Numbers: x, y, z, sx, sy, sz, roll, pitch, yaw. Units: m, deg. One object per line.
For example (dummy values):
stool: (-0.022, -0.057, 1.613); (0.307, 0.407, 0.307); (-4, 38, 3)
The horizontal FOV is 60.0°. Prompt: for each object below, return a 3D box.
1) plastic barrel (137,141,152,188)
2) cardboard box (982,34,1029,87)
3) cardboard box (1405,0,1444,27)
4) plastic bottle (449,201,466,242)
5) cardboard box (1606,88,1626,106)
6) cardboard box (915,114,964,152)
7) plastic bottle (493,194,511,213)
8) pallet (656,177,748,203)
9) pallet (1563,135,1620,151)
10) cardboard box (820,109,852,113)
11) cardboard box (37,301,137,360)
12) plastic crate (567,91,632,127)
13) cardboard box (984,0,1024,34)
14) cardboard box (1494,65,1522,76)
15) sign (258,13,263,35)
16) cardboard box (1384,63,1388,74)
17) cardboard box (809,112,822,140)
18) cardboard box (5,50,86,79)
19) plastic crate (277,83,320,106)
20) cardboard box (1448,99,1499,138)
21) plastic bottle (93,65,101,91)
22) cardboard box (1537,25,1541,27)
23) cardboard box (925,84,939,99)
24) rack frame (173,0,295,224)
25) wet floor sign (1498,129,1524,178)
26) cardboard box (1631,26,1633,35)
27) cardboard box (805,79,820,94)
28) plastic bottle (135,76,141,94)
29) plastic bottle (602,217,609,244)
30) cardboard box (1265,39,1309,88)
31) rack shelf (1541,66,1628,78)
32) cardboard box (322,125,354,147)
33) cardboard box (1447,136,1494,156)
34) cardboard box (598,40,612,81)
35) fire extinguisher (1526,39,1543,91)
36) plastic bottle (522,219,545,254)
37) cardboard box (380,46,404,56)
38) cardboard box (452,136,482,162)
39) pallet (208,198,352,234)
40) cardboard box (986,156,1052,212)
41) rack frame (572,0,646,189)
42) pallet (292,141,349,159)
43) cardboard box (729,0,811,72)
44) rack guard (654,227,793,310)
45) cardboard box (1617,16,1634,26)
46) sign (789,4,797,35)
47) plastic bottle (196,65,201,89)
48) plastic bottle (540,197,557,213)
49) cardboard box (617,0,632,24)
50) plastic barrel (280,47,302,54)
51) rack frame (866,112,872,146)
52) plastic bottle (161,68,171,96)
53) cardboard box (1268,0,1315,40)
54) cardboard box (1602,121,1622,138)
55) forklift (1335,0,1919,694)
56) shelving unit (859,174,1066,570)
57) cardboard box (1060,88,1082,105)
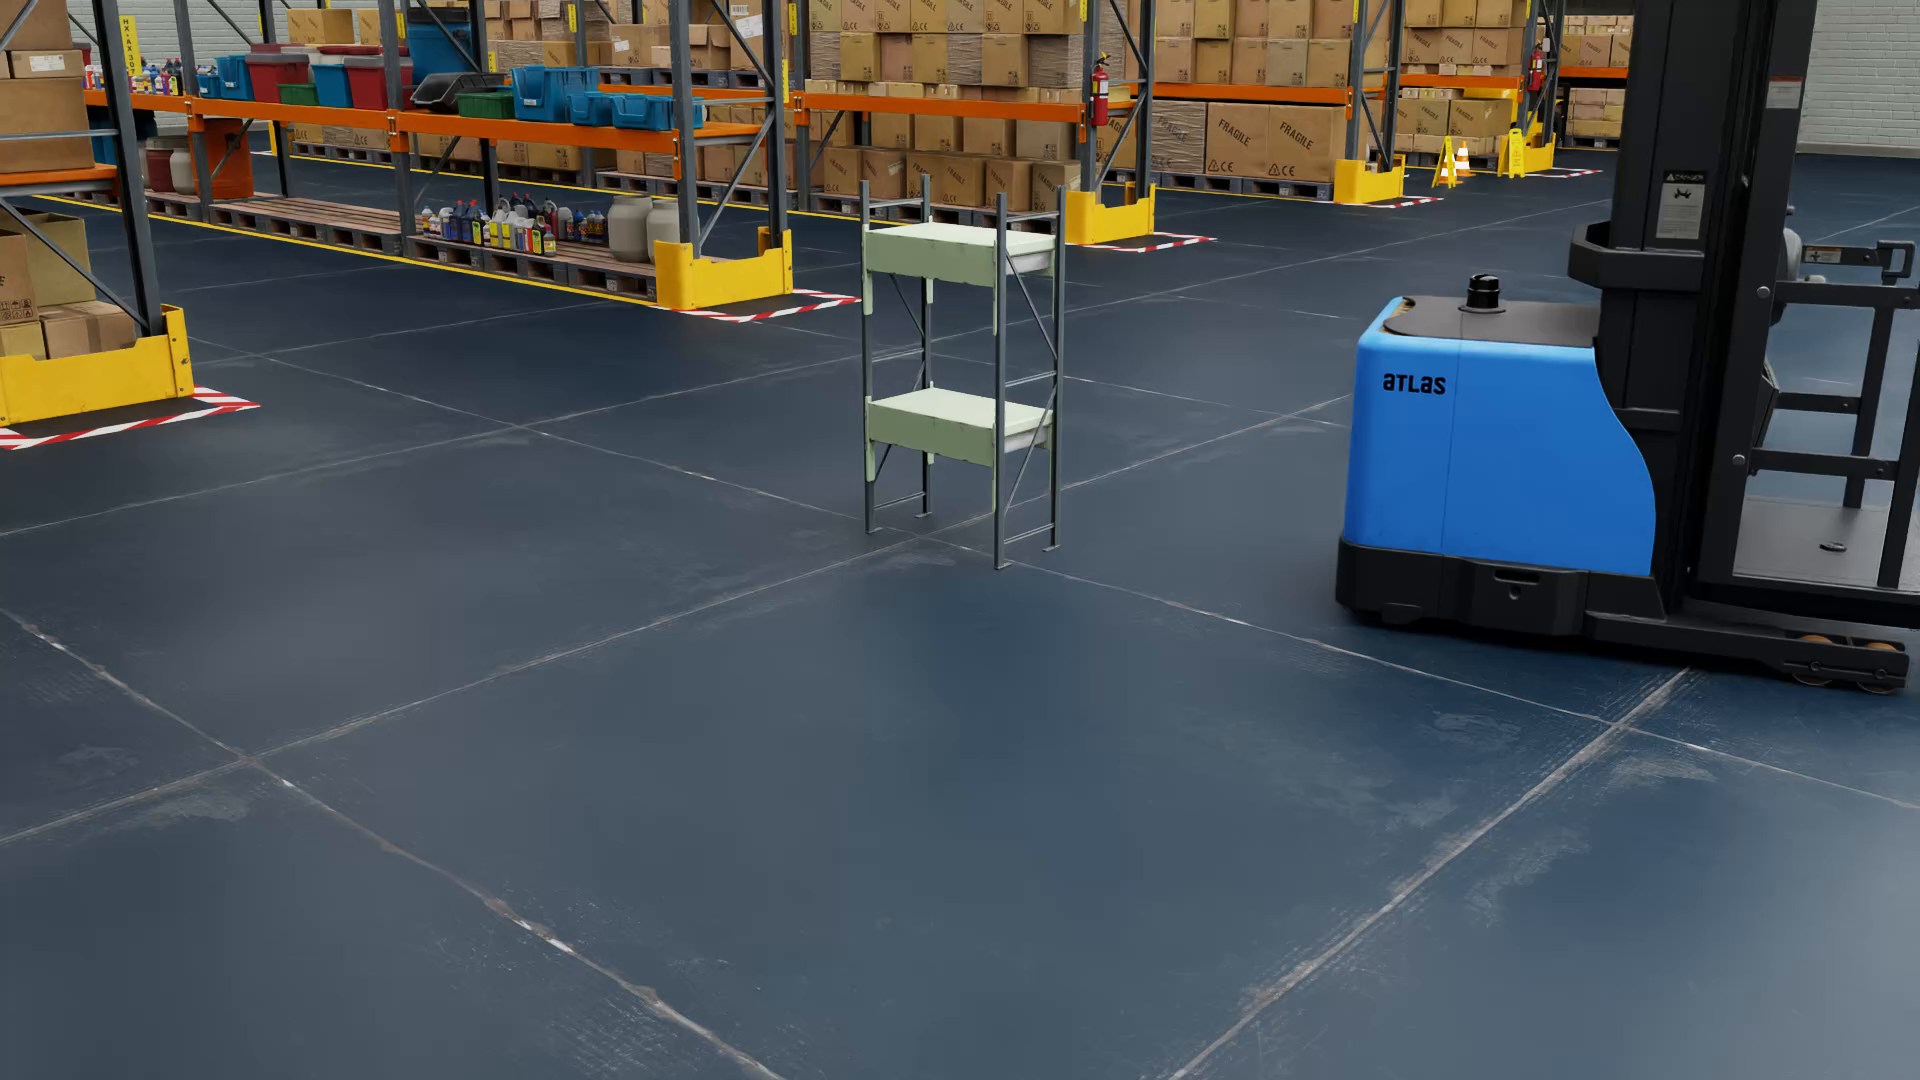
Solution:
plastic barrel: (-9.435, -4.357, 19.301); (0.421, 0.512, 0.421); (0, 18, 0)
cardboard box: (0.693, -4.822, 16.690); (0.500, 0.500, 0.875); (15, 23, 39)
cardboard box: (6.767, -7.587, 23.748); (0.500, 0.500, 0.700); (15, 23, 39)
plastic bottle: (-4.412, -2.817, 14.680); (0.185, 0.351, 0.144); (16, 24, 41)
cardboard box: (10.858, -7.197, 27.028); (0.500, 0.250, 0.500); (16, 24, 41)
cardboard box: (-0.024, -5.961, 23.962); (0.750, 0.750, 1.050); (15, 23, 40)
plastic bottle: (-4.163, -2.976, 15.181); (0.185, 0.351, 0.144); (15, 23, 39)
pallet: (-2.952, -4.318, 20.368); (1.213, 0.211, 1.003); (15, 23, 39)
pallet: (10.809, -6.624, 27.634); (1.213, 0.211, 1.003); (15, 23, 39)
cardboard box: (-1.762, -6.595, 25.133); (0.500, 0.250, 0.500); (14, 23, 38)
cardboard box: (-5.292, -1.250, 9.943); (0.500, 0.250, 0.500); (15, 23, 39)
plastic crate: (-2.803, -3.416, 13.162); (0.408, 0.251, 0.499); (15, 23, 39)
cardboard box: (0.586, -5.262, 16.425); (0.500, 0.500, 0.500); (15, 23, 39)
cardboard box: (7.696, -6.592, 23.339); (0.250, 0.149, 0.380); (16, 24, 41)
sign: (-10.801, -7.981, 25.740); (0.005, 0.325, 0.100); (15, 23, 39)
cardboard box: (6.306, -6.929, 24.402); (0.250, 0.149, 0.380); (15, 23, 39)
cardboard box: (-2.128, -6.338, 25.561); (0.500, 0.500, 0.500); (16, 24, 41)
cardboard box: (-5.189, -2.687, 9.381); (0.250, 0.149, 0.380); (15, 23, 39)
plastic crate: (-6.230, -4.310, 16.085); (0.662, 0.188, 0.450); (15, 23, 39)
cardboard box: (7.345, -6.034, 23.777); (0.500, 0.500, 0.500); (15, 23, 40)
plastic bottle: (-9.764, -5.261, 18.935); (0.135, 0.276, 0.152); (15, 23, 39)
cardboard box: (9.625, -8.530, 27.794); (0.250, 0.149, 0.380); (14, 23, 38)
cardboard box: (-0.143, -4.677, 17.305); (0.250, 0.149, 0.380); (15, 23, 39)
rack frame: (-7.732, -4.929, 17.683); (0.127, 3.000, 1.000); (15, 23, 39)
wet floor sign: (7.549, -5.283, 22.690); (0.267, 0.644, 0.232); (-9, 20, -27)
cardboard box: (10.964, -8.172, 26.664); (0.250, 0.149, 0.380); (15, 23, 40)
cardboard box: (-1.491, -5.015, 18.370); (0.250, 0.149, 0.380); (15, 23, 39)
plastic bottle: (-9.001, -5.009, 18.266); (0.097, 0.201, 0.097); (0, 18, 0)
plastic bottle: (-3.055, -2.721, 14.491); (0.133, 0.283, 0.061); (16, 23, 40)
cardboard box: (4.174, -5.786, 20.136); (0.550, 0.550, 0.875); (15, 23, 39)
rack shelf: (9.913, -7.867, 28.132); (4.000, 0.370, 1.077); (15, 23, 39)
cardboard box: (-9.215, -6.550, 25.609); (0.875, 0.875, 0.875); (15, 23, 39)
cardboard box: (7.316, -5.681, 23.904); (0.500, 0.250, 0.500); (15, 23, 39)
cardboard box: (-4.627, -6.256, 21.700); (0.500, 0.500, 0.500); (16, 24, 41)
fire extinguisher: (7.897, -6.521, 22.828); (0.183, 0.674, 0.296); (15, 23, 39)
plastic bottle: (-3.583, -2.560, 13.995); (0.135, 0.276, 0.152); (15, 23, 40)
cardboard box: (-7.940, -6.952, 23.814); (0.500, 0.250, 0.500); (14, 23, 38)
cardboard box: (-6.275, -5.737, 23.047); (0.875, 0.875, 1.225); (14, 22, 37)
pallet: (-7.178, -3.435, 17.587); (1.213, 0.211, 1.003); (15, 23, 39)
cardboard box: (0.614, -3.693, 17.228); (0.500, 0.500, 0.500); (-11, 21, -31)
rack frame: (-4.444, -6.049, 21.214); (0.127, 3.000, 1.000); (15, 23, 39)
pallet: (-9.778, -6.183, 26.247); (1.213, 0.211, 1.003); (15, 23, 39)
cardboard box: (-1.954, -5.923, 19.131); (1.000, 1.000, 1.000); (15, 23, 40)
rack guard: (-1.836, -2.135, 13.014); (0.348, 0.500, 1.175); (15, 23, 39)
cardboard box: (10.796, -8.374, 26.810); (0.250, 0.149, 0.380); (15, 23, 39)
sign: (-1.818, -5.672, 18.110); (0.005, 0.325, 0.100); (15, 23, 39)
plastic bottle: (-8.675, -5.275, 18.968); (0.133, 0.283, 0.061); (15, 23, 39)
plastic bottle: (-3.682, -2.905, 14.958); (0.185, 0.351, 0.144); (15, 23, 39)
cardboard box: (-5.363, -8.862, 27.767); (0.500, 0.500, 0.500); (16, 23, 41)
plastic barrel: (-6.821, -4.824, 17.167); (0.421, 0.512, 0.421); (0, 18, 0)
rack frame: (-1.076, -7.151, 24.686); (0.127, 3.000, 1.000); (15, 23, 39)
plastic bottle: (-8.490, -4.904, 17.798); (0.133, 0.283, 0.061); (15, 23, 39)
cardboard box: (4.183, -6.304, 19.983); (0.550, 0.550, 0.875); (15, 23, 39)
cardboard box: (10.848, -6.721, 27.182); (0.500, 0.250, 0.500); (15, 23, 40)
forklift: (2.964, -1.069, 5.636); (3.031, 2.935, 1.130); (7, 19, 20)
shelving unit: (0.005, -0.714, 6.881); (0.755, 1.500, 0.431); (15, 23, 39)
cardboard box: (1.189, -4.334, 16.223); (0.250, 0.149, 0.380); (15, 23, 39)
